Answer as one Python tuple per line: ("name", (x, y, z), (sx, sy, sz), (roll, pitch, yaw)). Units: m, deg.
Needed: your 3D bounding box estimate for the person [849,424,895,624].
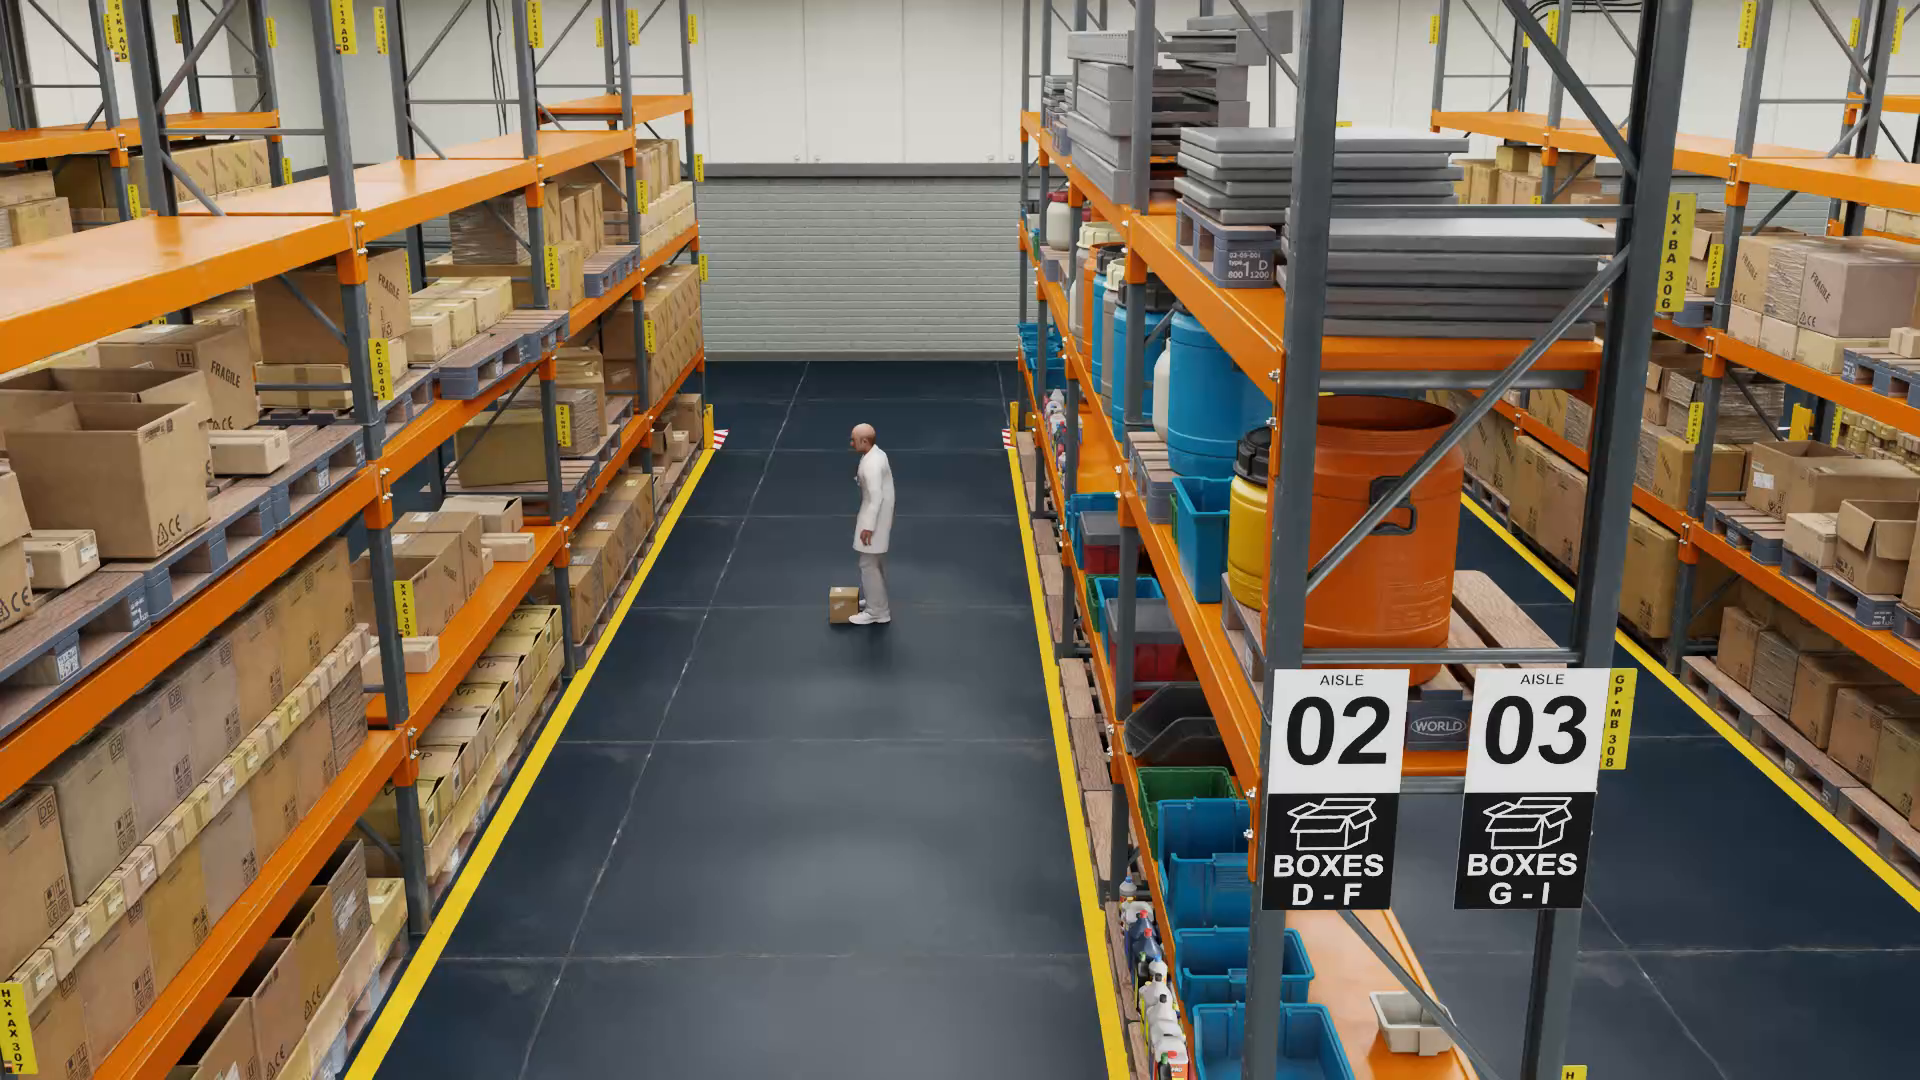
("person", (-0.782, -0.157, 14.588), (0.427, 1.773, 0.642), (0, 17, -1))
